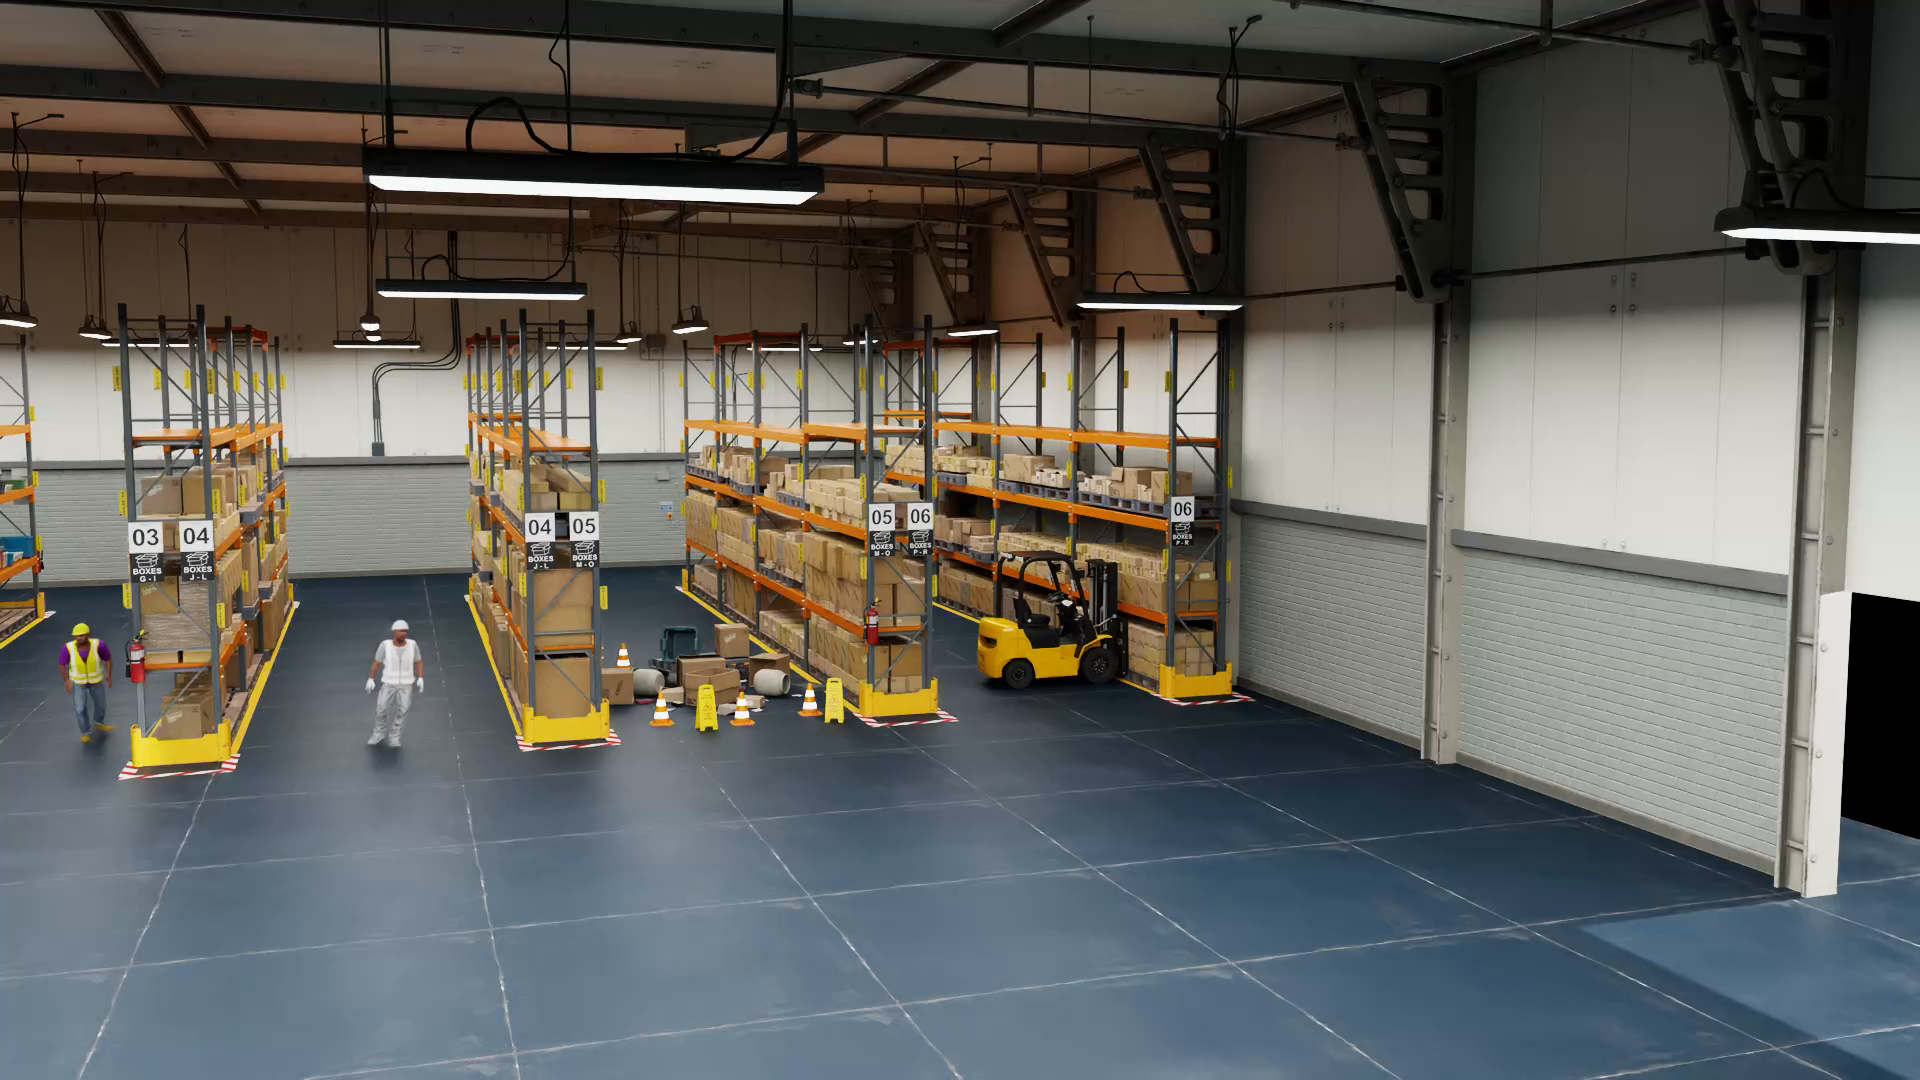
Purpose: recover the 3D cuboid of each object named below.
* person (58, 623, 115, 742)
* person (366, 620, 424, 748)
[{"bbox_3d":[-12.173,1.969,23.190,0.696,1.687,0.844,-4,6,-33],"label":"person"},{"bbox_3d":[-7.764,1.971,22.837,0.755,1.753,0.475,-3,6,-28],"label":"person"}]
